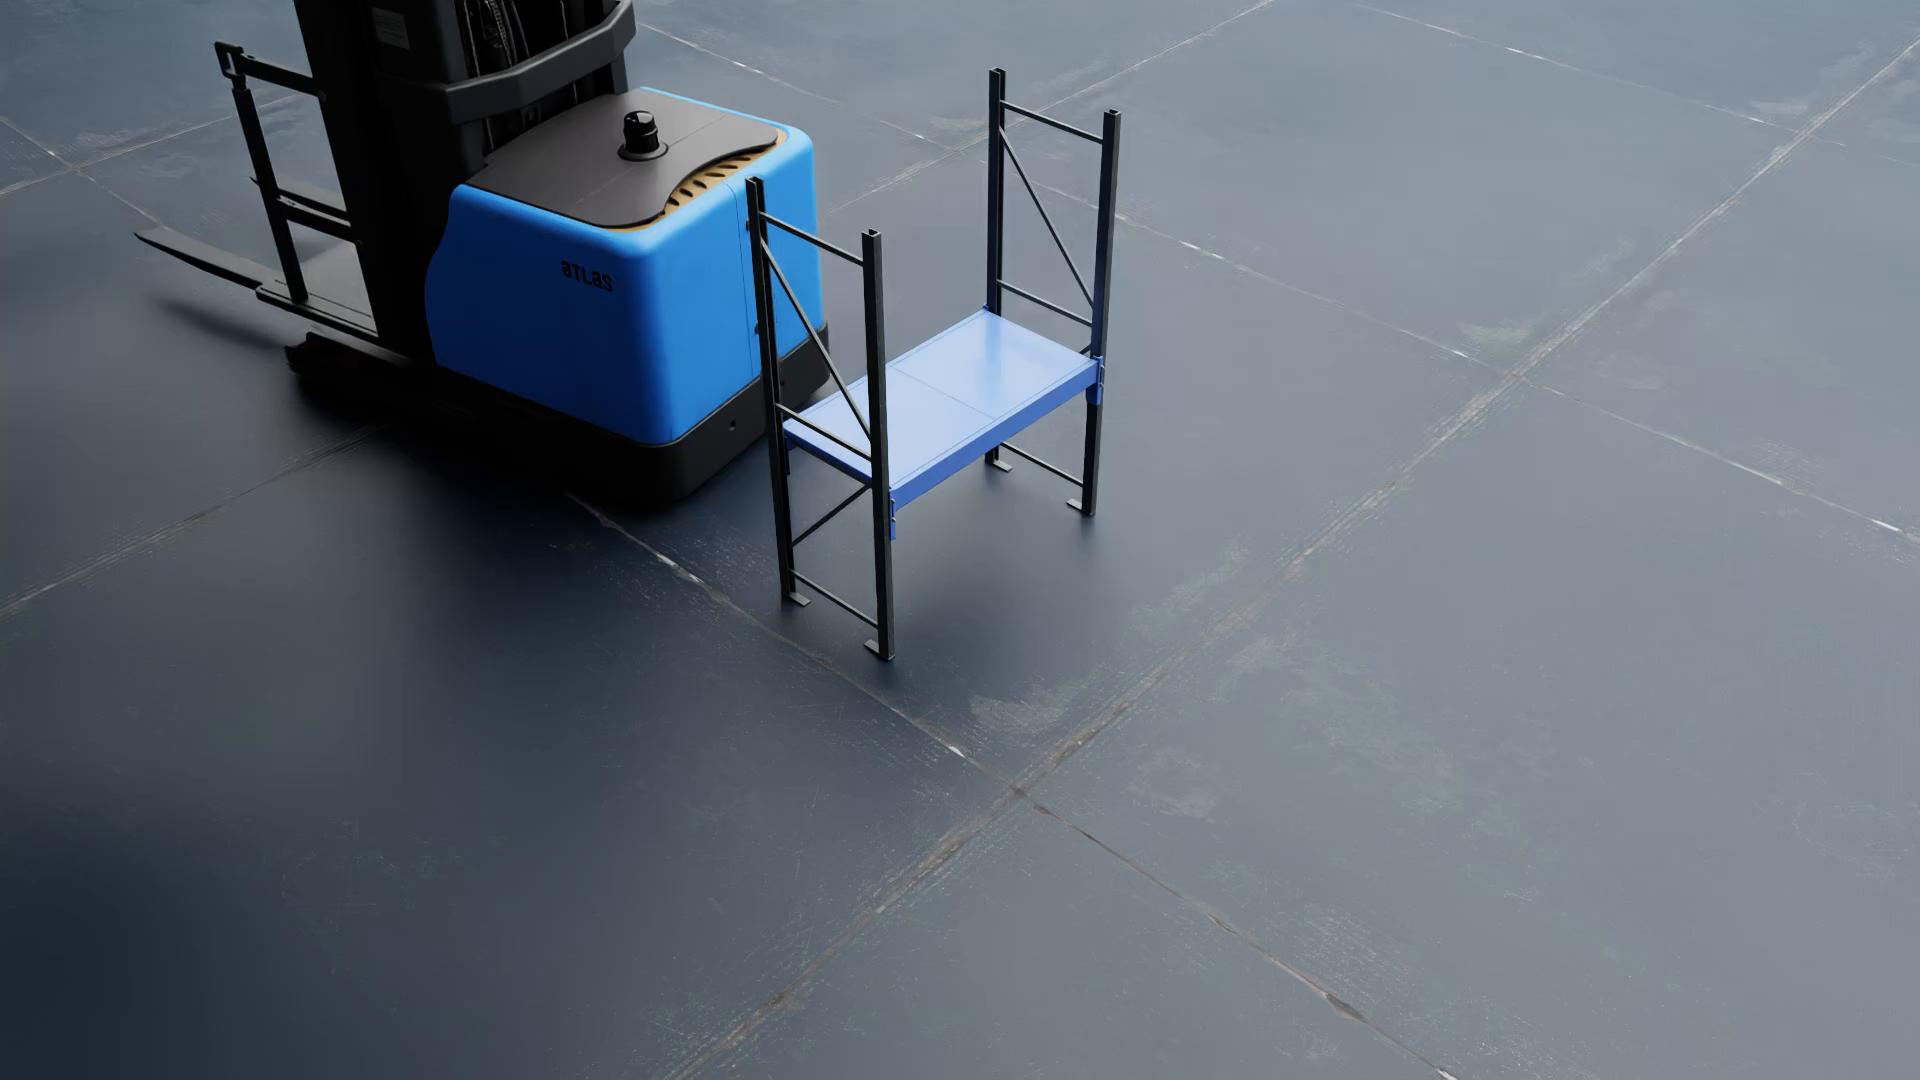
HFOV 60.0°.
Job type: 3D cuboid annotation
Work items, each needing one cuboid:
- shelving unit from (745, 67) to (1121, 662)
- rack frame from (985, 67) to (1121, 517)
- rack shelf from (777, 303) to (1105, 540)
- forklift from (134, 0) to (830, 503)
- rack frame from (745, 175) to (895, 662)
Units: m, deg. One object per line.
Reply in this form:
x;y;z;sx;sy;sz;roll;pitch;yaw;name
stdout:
-0.058;-0.548;5.234;0.538;1.500;1.048;30;47;32;shelving unit
0.285;-0.781;5.528;0.500;1.500;0.032;30;47;32;rack frame
-0.058;-0.407;5.346;0.538;0.185;1.000;30;47;32;rack shelf
-2.028;-1.962;5.863;3.031;2.935;1.130;21;43;24;forklift
-0.400;-0.314;4.940;0.500;1.500;0.032;30;47;32;rack frame
